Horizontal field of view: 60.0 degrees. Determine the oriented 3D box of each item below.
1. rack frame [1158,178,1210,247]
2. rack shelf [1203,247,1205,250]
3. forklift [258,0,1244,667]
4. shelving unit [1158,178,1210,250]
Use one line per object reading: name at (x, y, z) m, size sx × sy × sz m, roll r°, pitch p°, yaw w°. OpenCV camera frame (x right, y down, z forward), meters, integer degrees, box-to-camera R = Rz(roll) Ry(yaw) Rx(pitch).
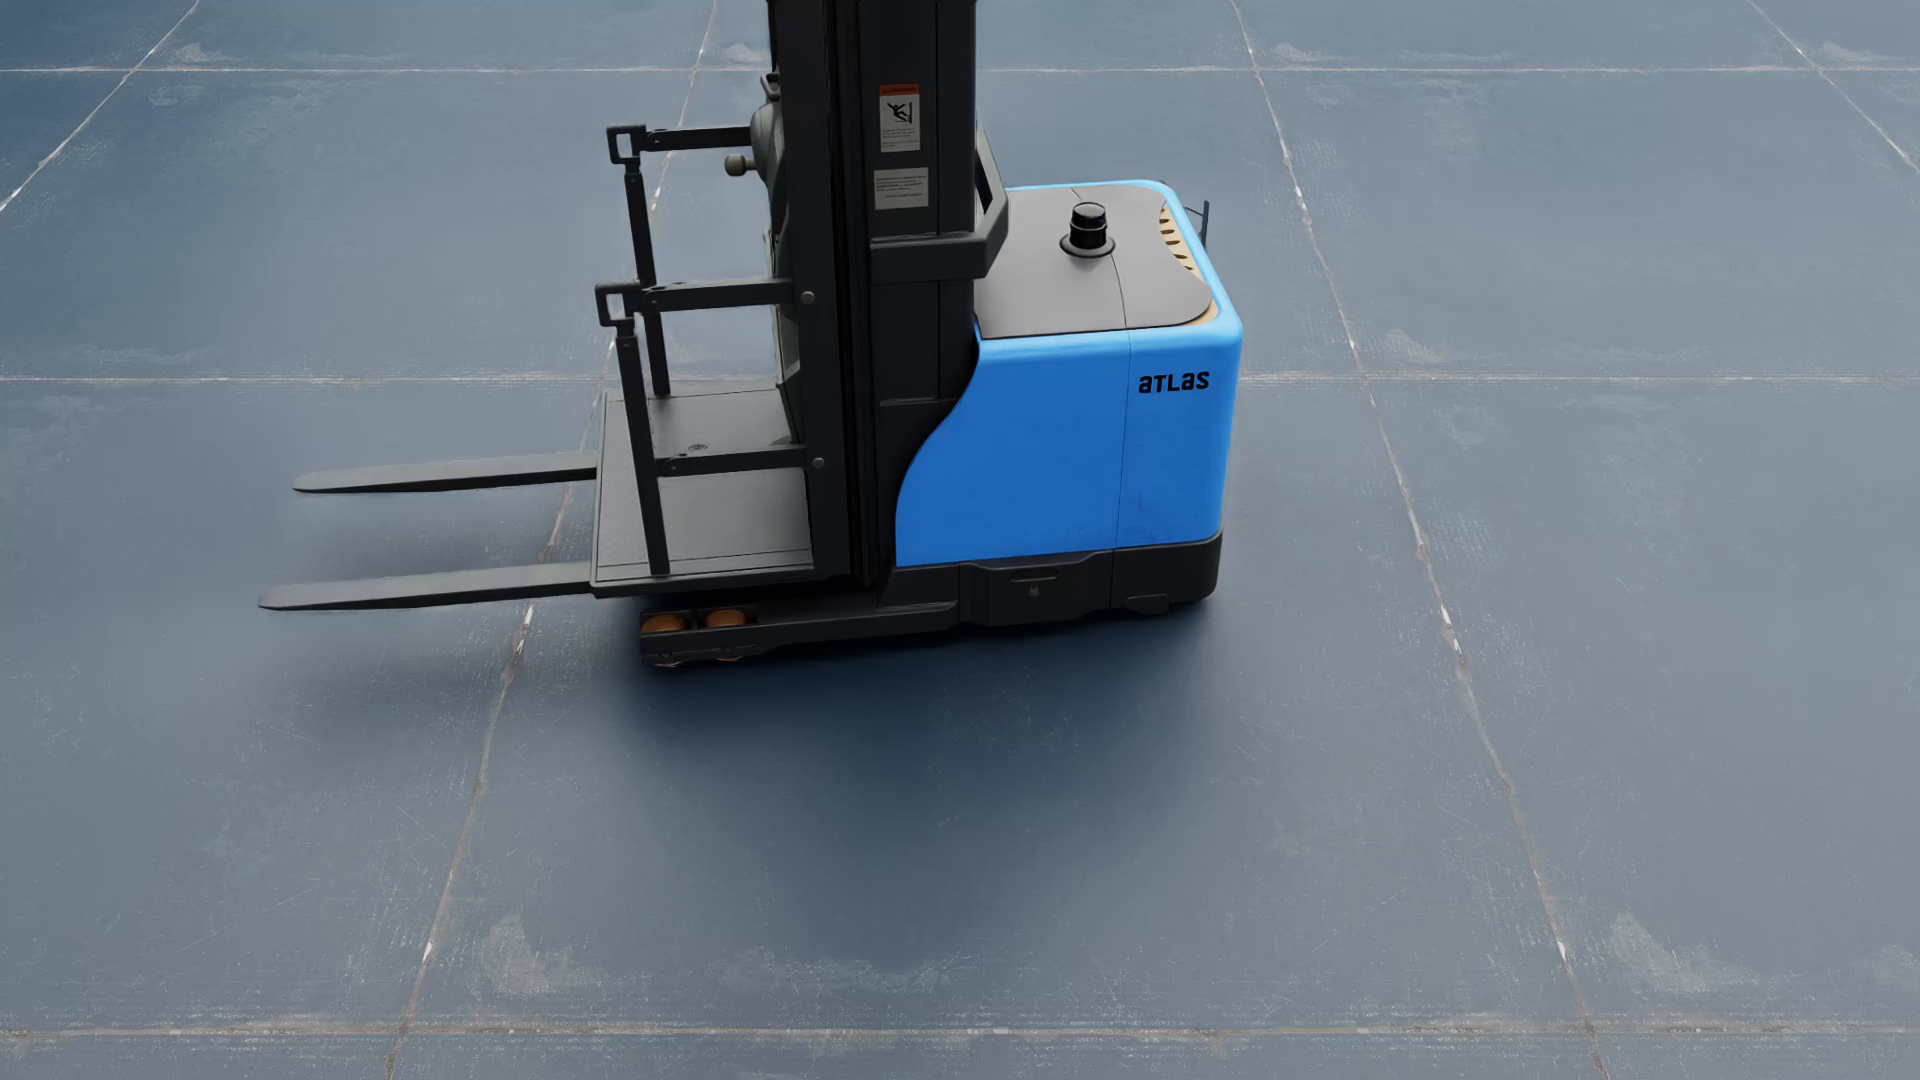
rack frame at (0.787, -0.880, 6.128) m, size 0.006 × 0.900 × 0.240 m, roll -29°, pitch 47°, yaw -31°
rack shelf at (0.711, -1.022, 5.928) m, size 0.200 × 0.077 × 0.258 m, roll -29°, pitch 47°, yaw -31°
forklift at (-0.714, -1.097, 4.775) m, size 3.031 × 2.935 × 1.130 m, roll -5°, pitch 39°, yaw -6°
shelving unit at (0.711, -0.838, 6.076) m, size 0.210 × 0.900 × 0.258 m, roll -29°, pitch 47°, yaw -31°
